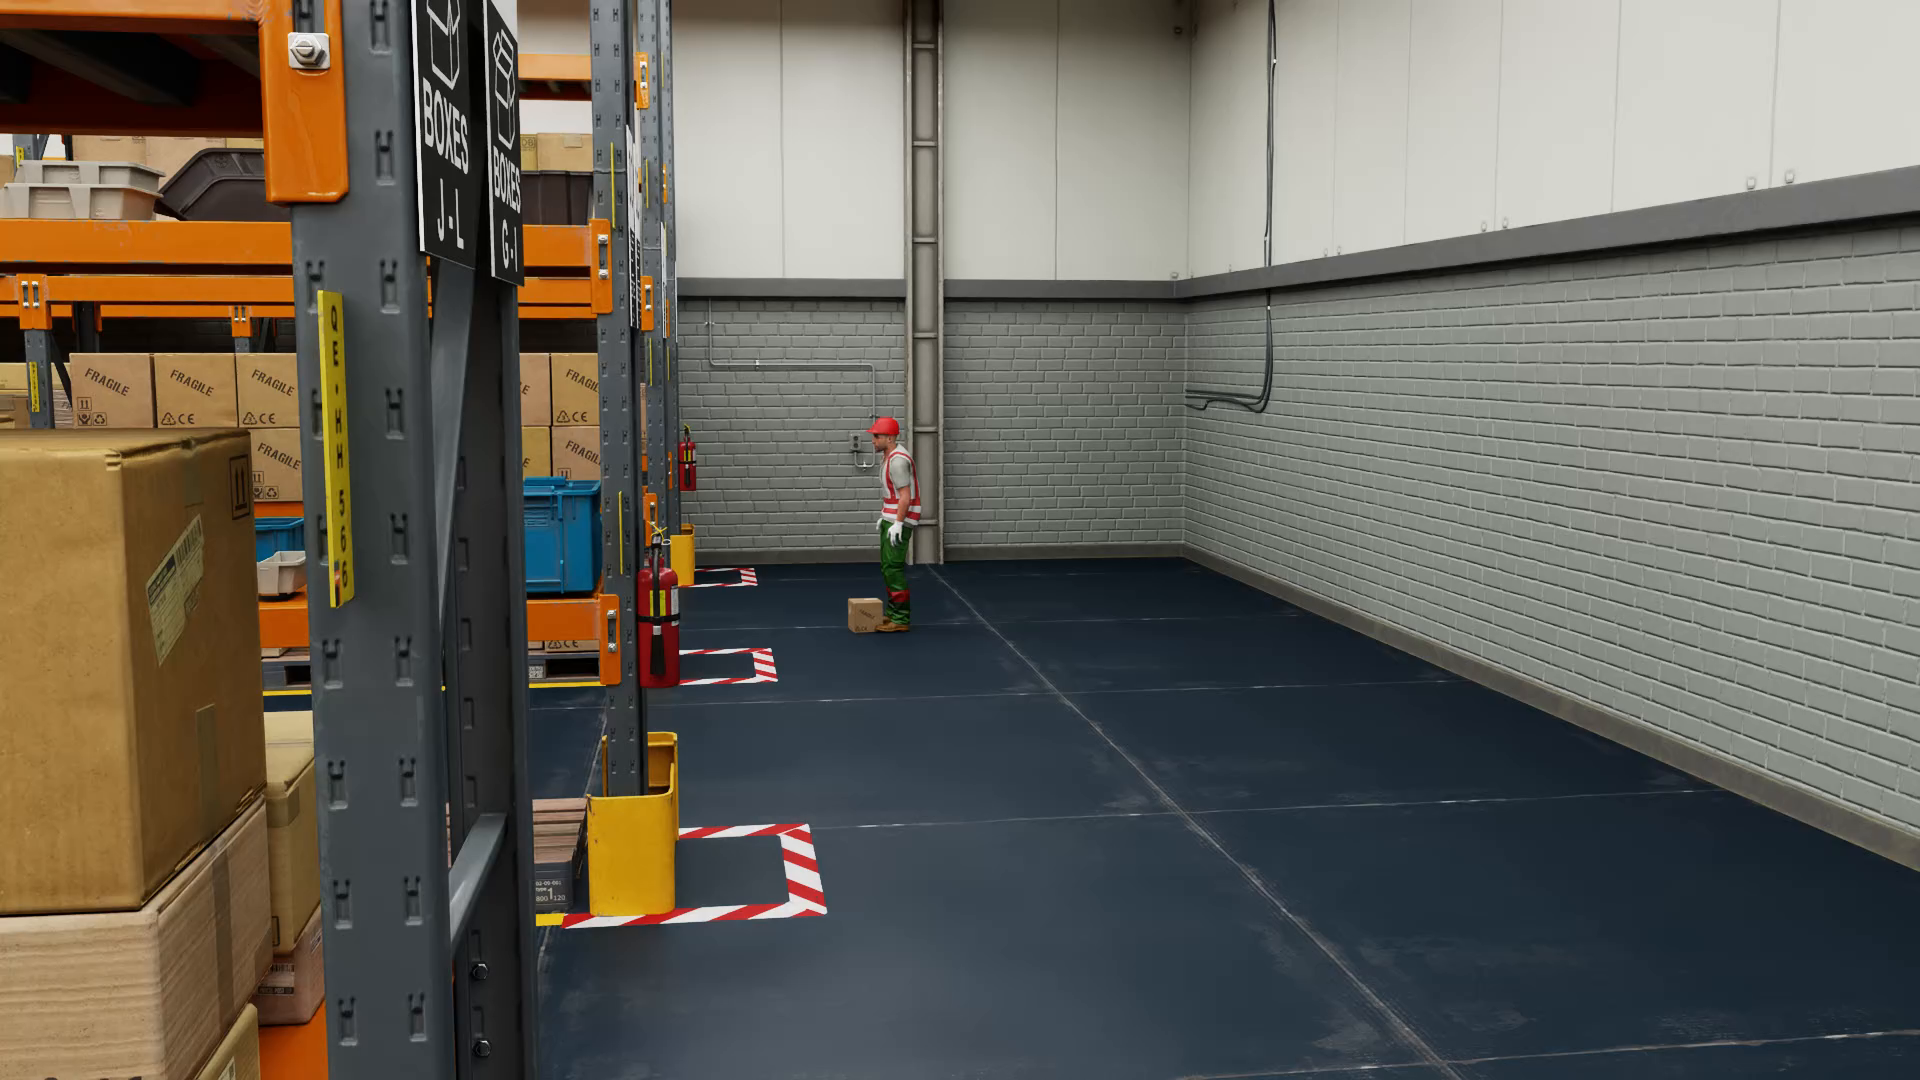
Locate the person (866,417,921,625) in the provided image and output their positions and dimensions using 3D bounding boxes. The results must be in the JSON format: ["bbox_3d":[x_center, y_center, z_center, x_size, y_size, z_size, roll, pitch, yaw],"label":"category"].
[{"bbox_3d":[-0.560,-0.160,13.811,0.448,1.722,0.583,-1,7,-12],"label":"person"}]
